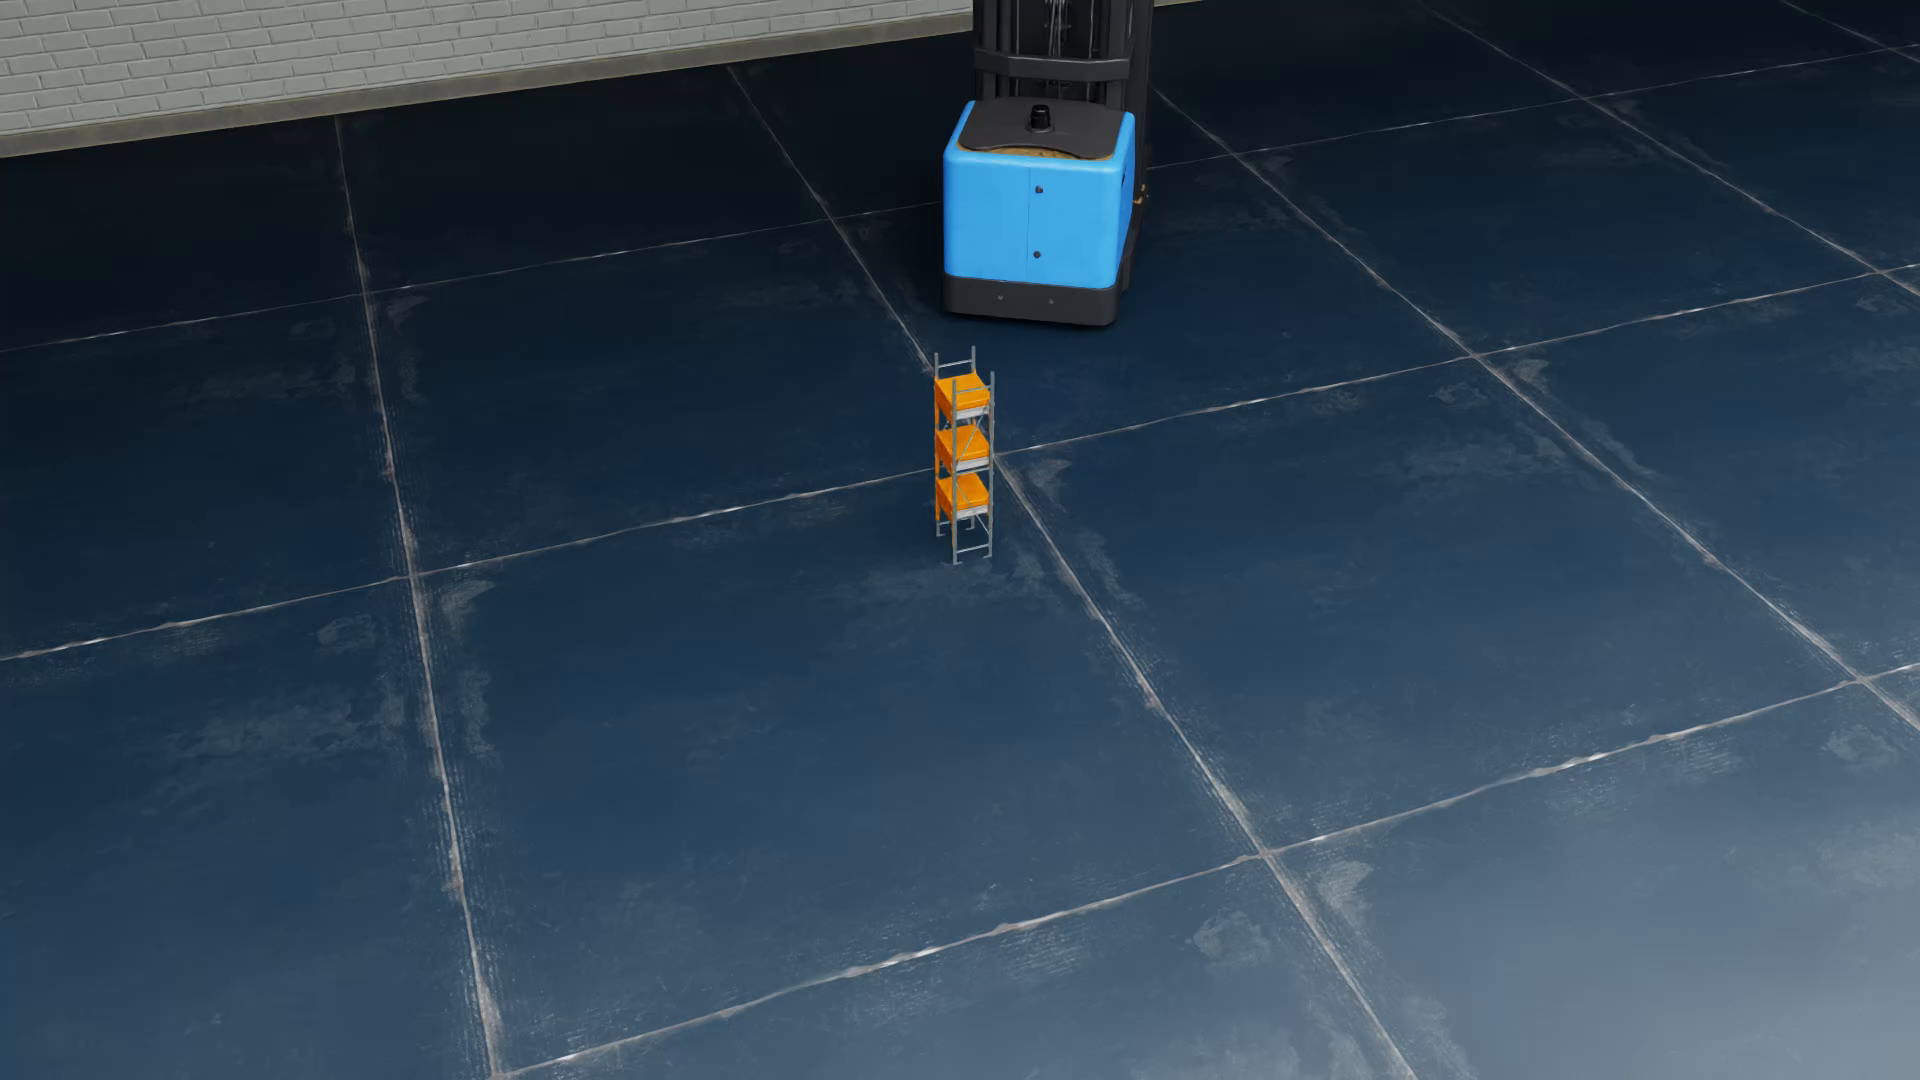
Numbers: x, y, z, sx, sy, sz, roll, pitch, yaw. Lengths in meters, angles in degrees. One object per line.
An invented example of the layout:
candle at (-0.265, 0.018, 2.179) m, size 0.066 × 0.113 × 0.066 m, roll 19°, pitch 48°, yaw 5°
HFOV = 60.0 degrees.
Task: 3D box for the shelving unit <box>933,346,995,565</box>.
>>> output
shelving unit at (0.018, -0.389, 7.894) m, size 0.215 × 1.050 × 0.252 m, roll -12°, pitch 39°, yaw -16°

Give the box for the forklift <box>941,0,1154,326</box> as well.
forklift at (0.665, -3.318, 10.219) m, size 1.130 × 2.935 × 3.031 m, roll 6°, pitch 37°, yaw 8°

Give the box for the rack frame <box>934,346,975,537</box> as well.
rack frame at (-0.024, -0.458, 7.986) m, size 0.200 × 1.050 × 0.008 m, roll -12°, pitch 39°, yaw -16°

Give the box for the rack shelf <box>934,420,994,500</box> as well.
rack shelf at (0.018, -0.381, 7.900) m, size 0.215 × 0.259 × 0.240 m, roll -12°, pitch 39°, yaw -16°

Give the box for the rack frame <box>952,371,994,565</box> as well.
rack frame at (0.060, -0.320, 7.803) m, size 0.200 × 1.050 × 0.008 m, roll -12°, pitch 39°, yaw -16°

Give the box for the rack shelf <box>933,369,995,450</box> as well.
rack shelf at (0.018, -0.607, 7.730) m, size 0.215 × 0.259 × 0.240 m, roll -12°, pitch 39°, yaw -16°

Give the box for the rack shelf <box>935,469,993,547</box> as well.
rack shelf at (0.018, -0.159, 8.068) m, size 0.215 × 0.259 × 0.240 m, roll -12°, pitch 39°, yaw -16°
